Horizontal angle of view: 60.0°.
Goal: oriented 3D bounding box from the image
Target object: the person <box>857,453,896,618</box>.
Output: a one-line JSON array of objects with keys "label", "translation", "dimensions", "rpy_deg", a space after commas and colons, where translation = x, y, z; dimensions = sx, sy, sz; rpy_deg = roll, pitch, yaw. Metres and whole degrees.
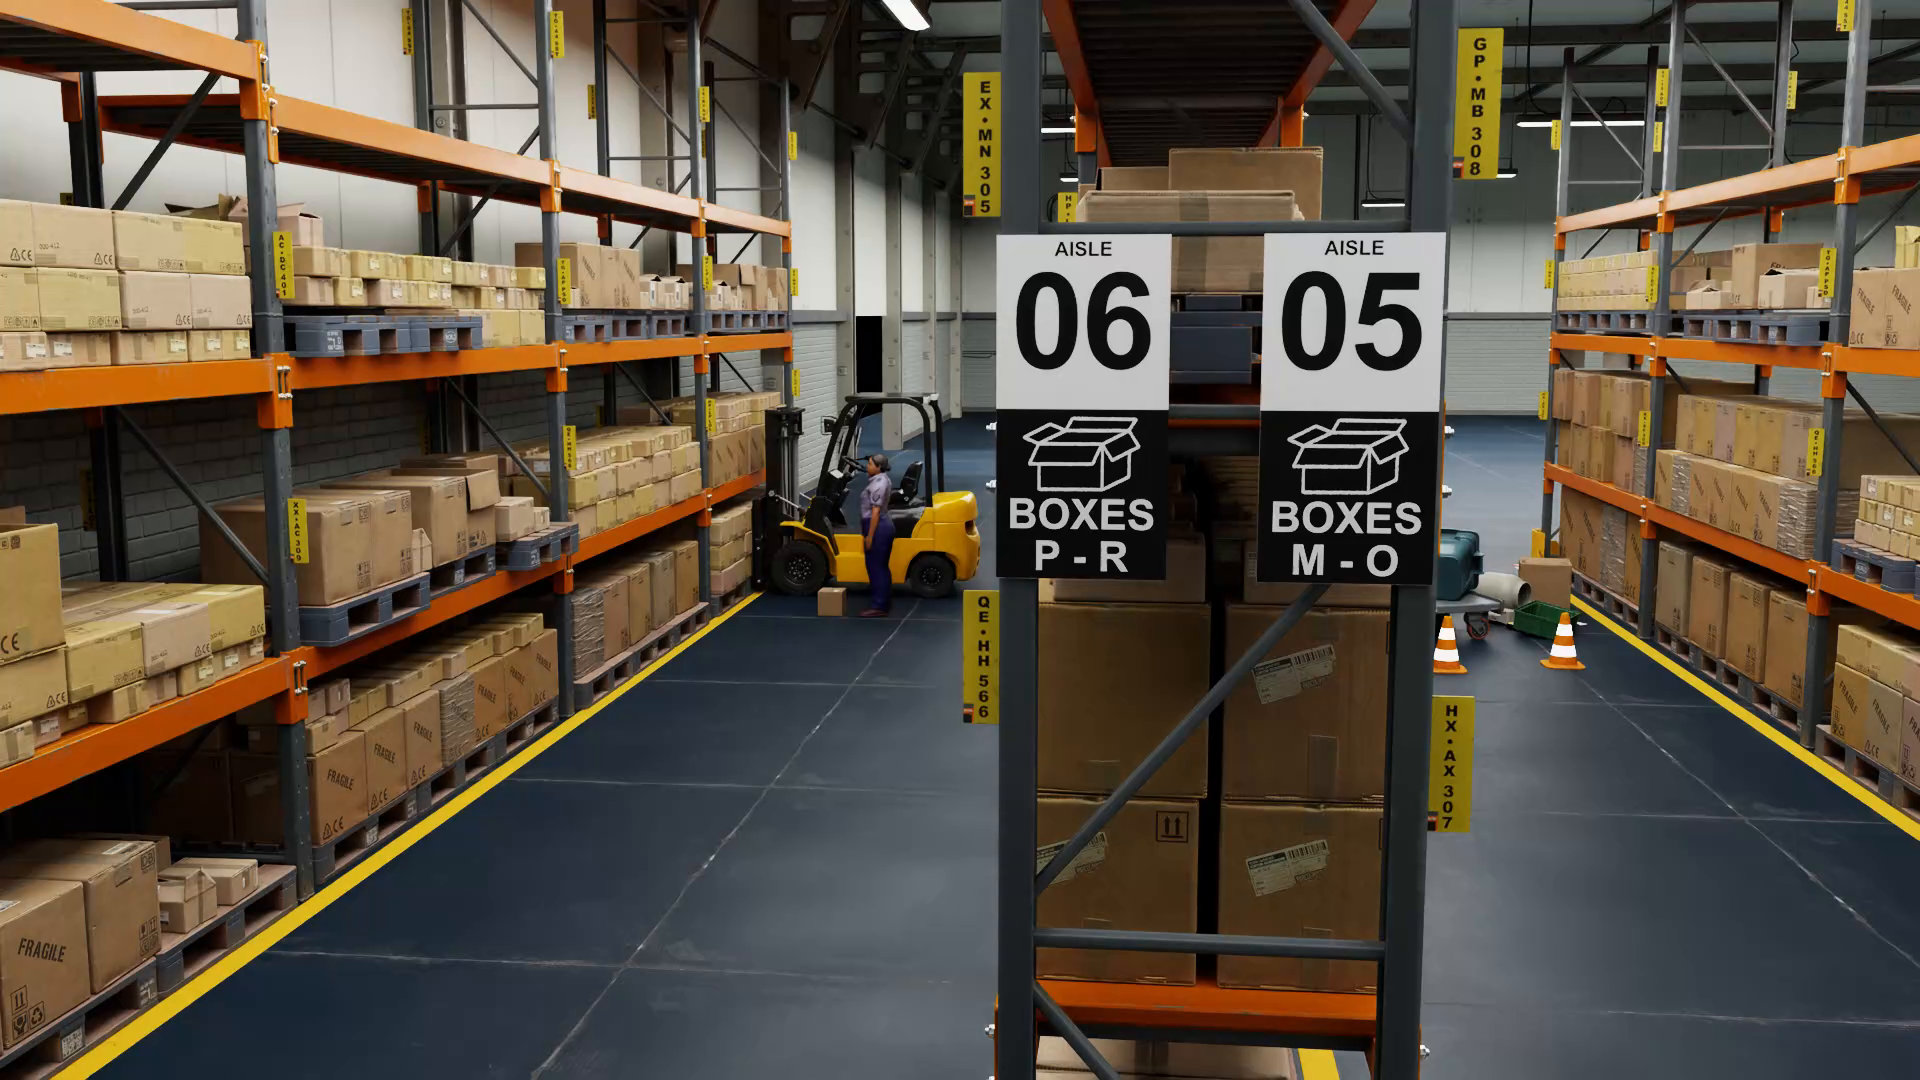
[{"label": "person", "translation": [-0.843, -0.050, 16.744], "dimensions": [0.357, 1.661, 0.474], "rpy_deg": [1, 8, 7]}]
